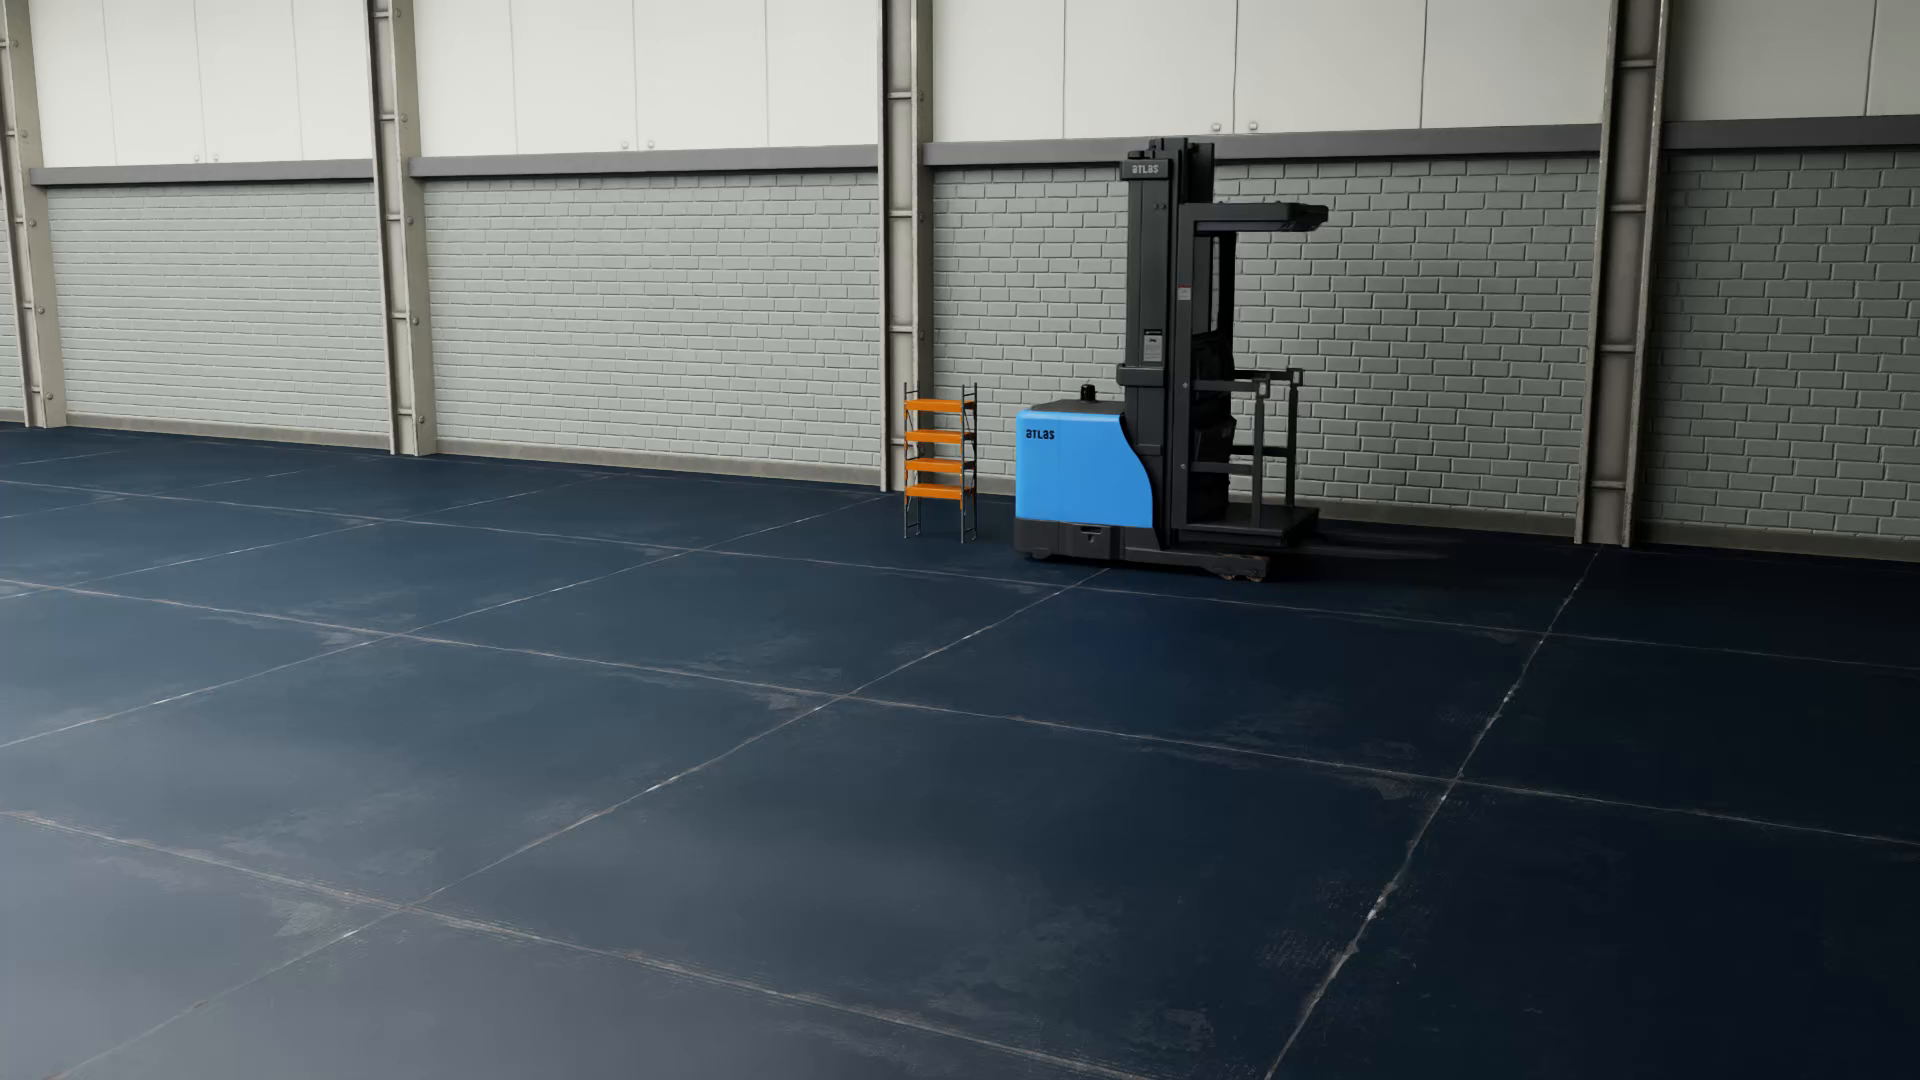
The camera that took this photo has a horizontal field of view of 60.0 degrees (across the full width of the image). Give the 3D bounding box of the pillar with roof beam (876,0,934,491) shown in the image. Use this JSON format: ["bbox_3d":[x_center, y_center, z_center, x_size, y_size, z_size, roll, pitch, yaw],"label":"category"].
[{"bbox_3d":[-2.387,-4.199,10.661,0.400,9.000,9.100,5,11,26],"label":"pillar with roof beam"}]

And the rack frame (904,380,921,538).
[{"bbox_3d":[-0.367,-0.623,12.802,0.015,1.200,0.240,5,11,26],"label":"rack frame"}]

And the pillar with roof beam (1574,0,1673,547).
[{"bbox_3d":[2.993,-3.726,8.049,0.400,9.000,9.100,5,11,26],"label":"pillar with roof beam"}]

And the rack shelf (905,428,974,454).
[{"bbox_3d":[-0.148,-0.757,12.668,0.480,0.148,0.258,5,11,26],"label":"rack shelf"}]

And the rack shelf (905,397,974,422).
[{"bbox_3d":[-0.148,-0.990,12.625,0.480,0.148,0.258,5,11,26],"label":"rack shelf"}]

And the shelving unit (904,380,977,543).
[{"bbox_3d":[-0.148,-0.603,12.695,0.503,1.200,0.258,5,11,26],"label":"shelving unit"}]

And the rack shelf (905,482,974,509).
[{"bbox_3d":[-0.148,-0.342,12.743,0.480,0.148,0.258,5,11,26],"label":"rack shelf"}]

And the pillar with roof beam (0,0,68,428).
[{"bbox_3d":[-13.149,-5.144,15.886,0.400,9.000,9.100,5,11,26],"label":"pillar with roof beam"}]

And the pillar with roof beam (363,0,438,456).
[{"bbox_3d":[-7.768,-4.671,13.274,0.400,9.000,9.100,5,11,26],"label":"pillar with roof beam"}]

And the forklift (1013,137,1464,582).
[{"bbox_3d":[1.945,-1.270,11.517,3.031,2.935,1.130,5,11,24],"label":"forklift"}]

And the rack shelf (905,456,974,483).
[{"bbox_3d":[-0.148,-0.537,12.707,0.480,0.148,0.258,5,11,26],"label":"rack shelf"}]

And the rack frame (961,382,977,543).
[{"bbox_3d":[0.070,-0.584,12.589,0.015,1.200,0.240,5,11,26],"label":"rack frame"}]
